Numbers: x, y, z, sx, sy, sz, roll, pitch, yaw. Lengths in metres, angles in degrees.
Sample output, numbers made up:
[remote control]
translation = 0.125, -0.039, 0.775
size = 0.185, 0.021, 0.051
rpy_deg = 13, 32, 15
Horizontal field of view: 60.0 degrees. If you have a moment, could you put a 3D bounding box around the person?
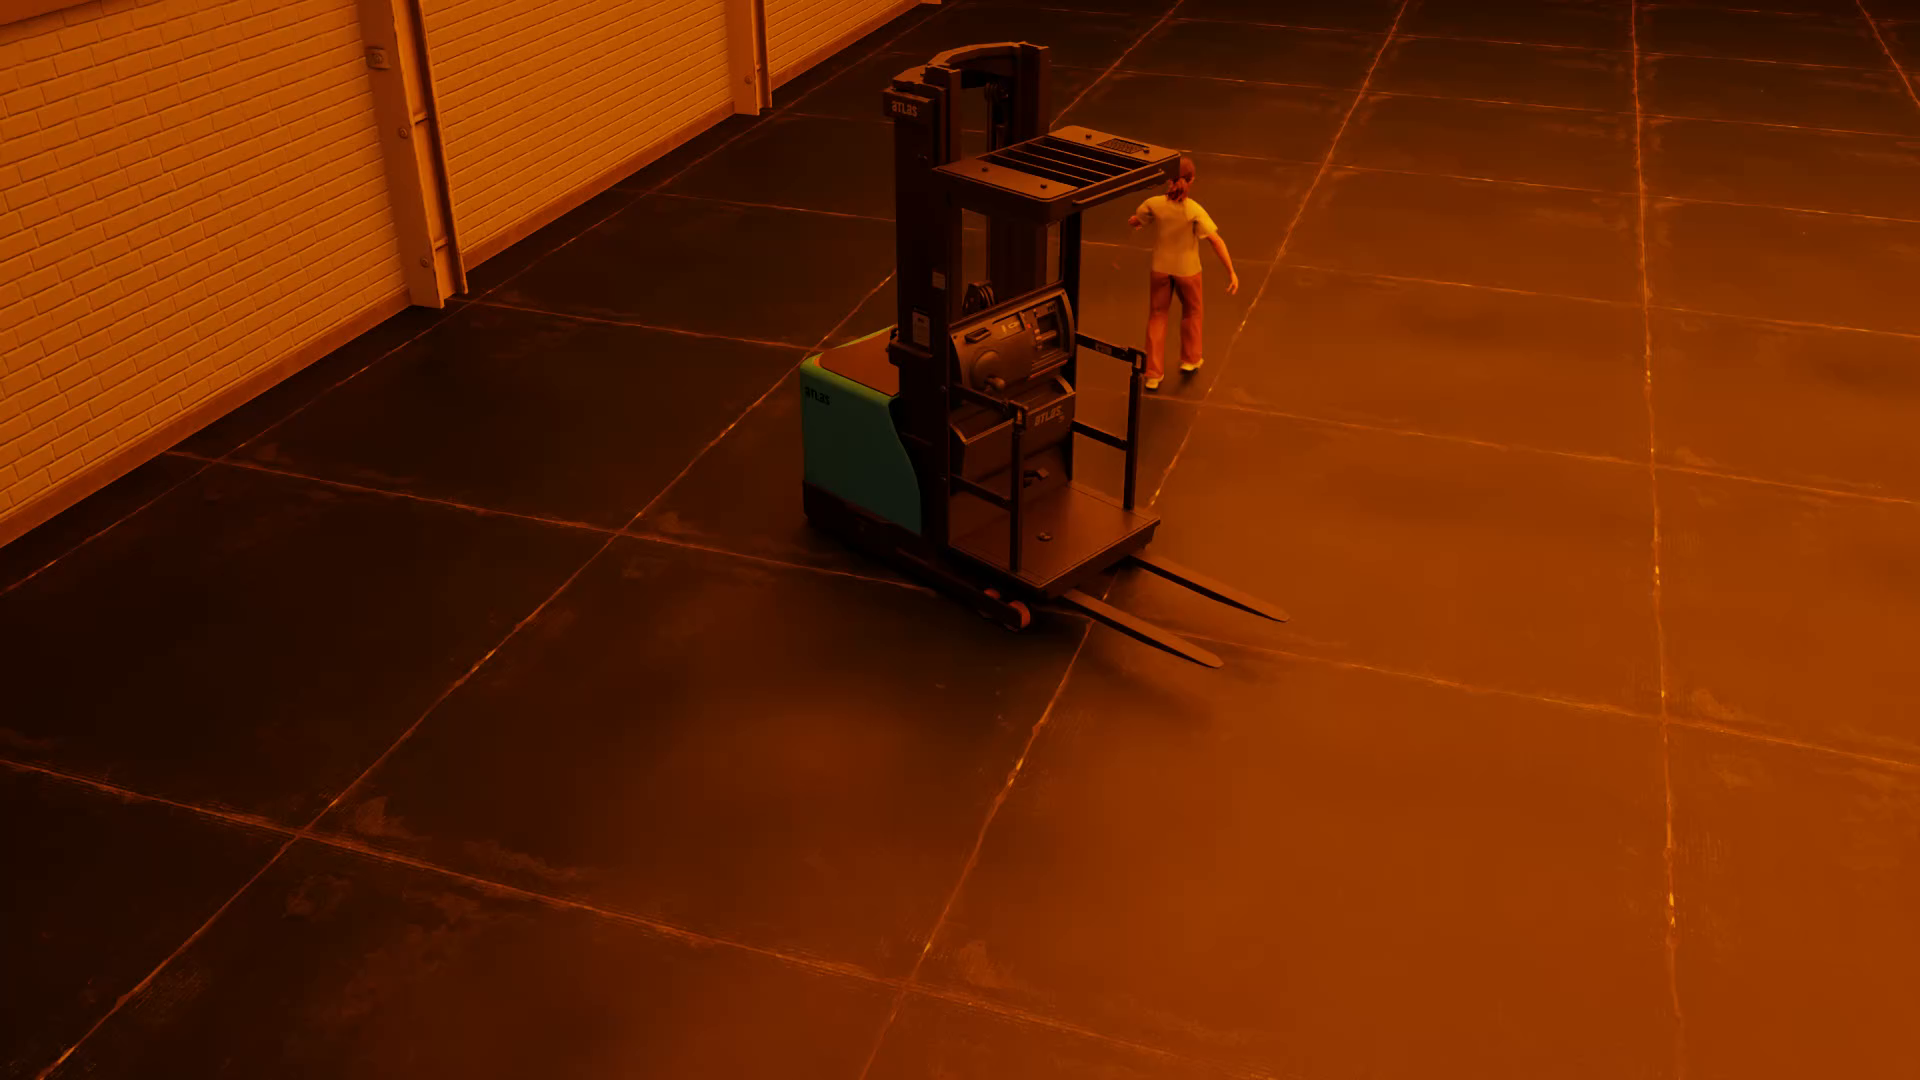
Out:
[person]
translation = 1.589, -1.922, 11.830
size = 0.898, 1.670, 0.707
rpy_deg = 12, 32, 20

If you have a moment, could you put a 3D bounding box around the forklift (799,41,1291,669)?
[forklift]
translation = 0.450, -1.061, 8.998
size = 3.031, 2.935, 1.130
rpy_deg = 25, 38, 37
